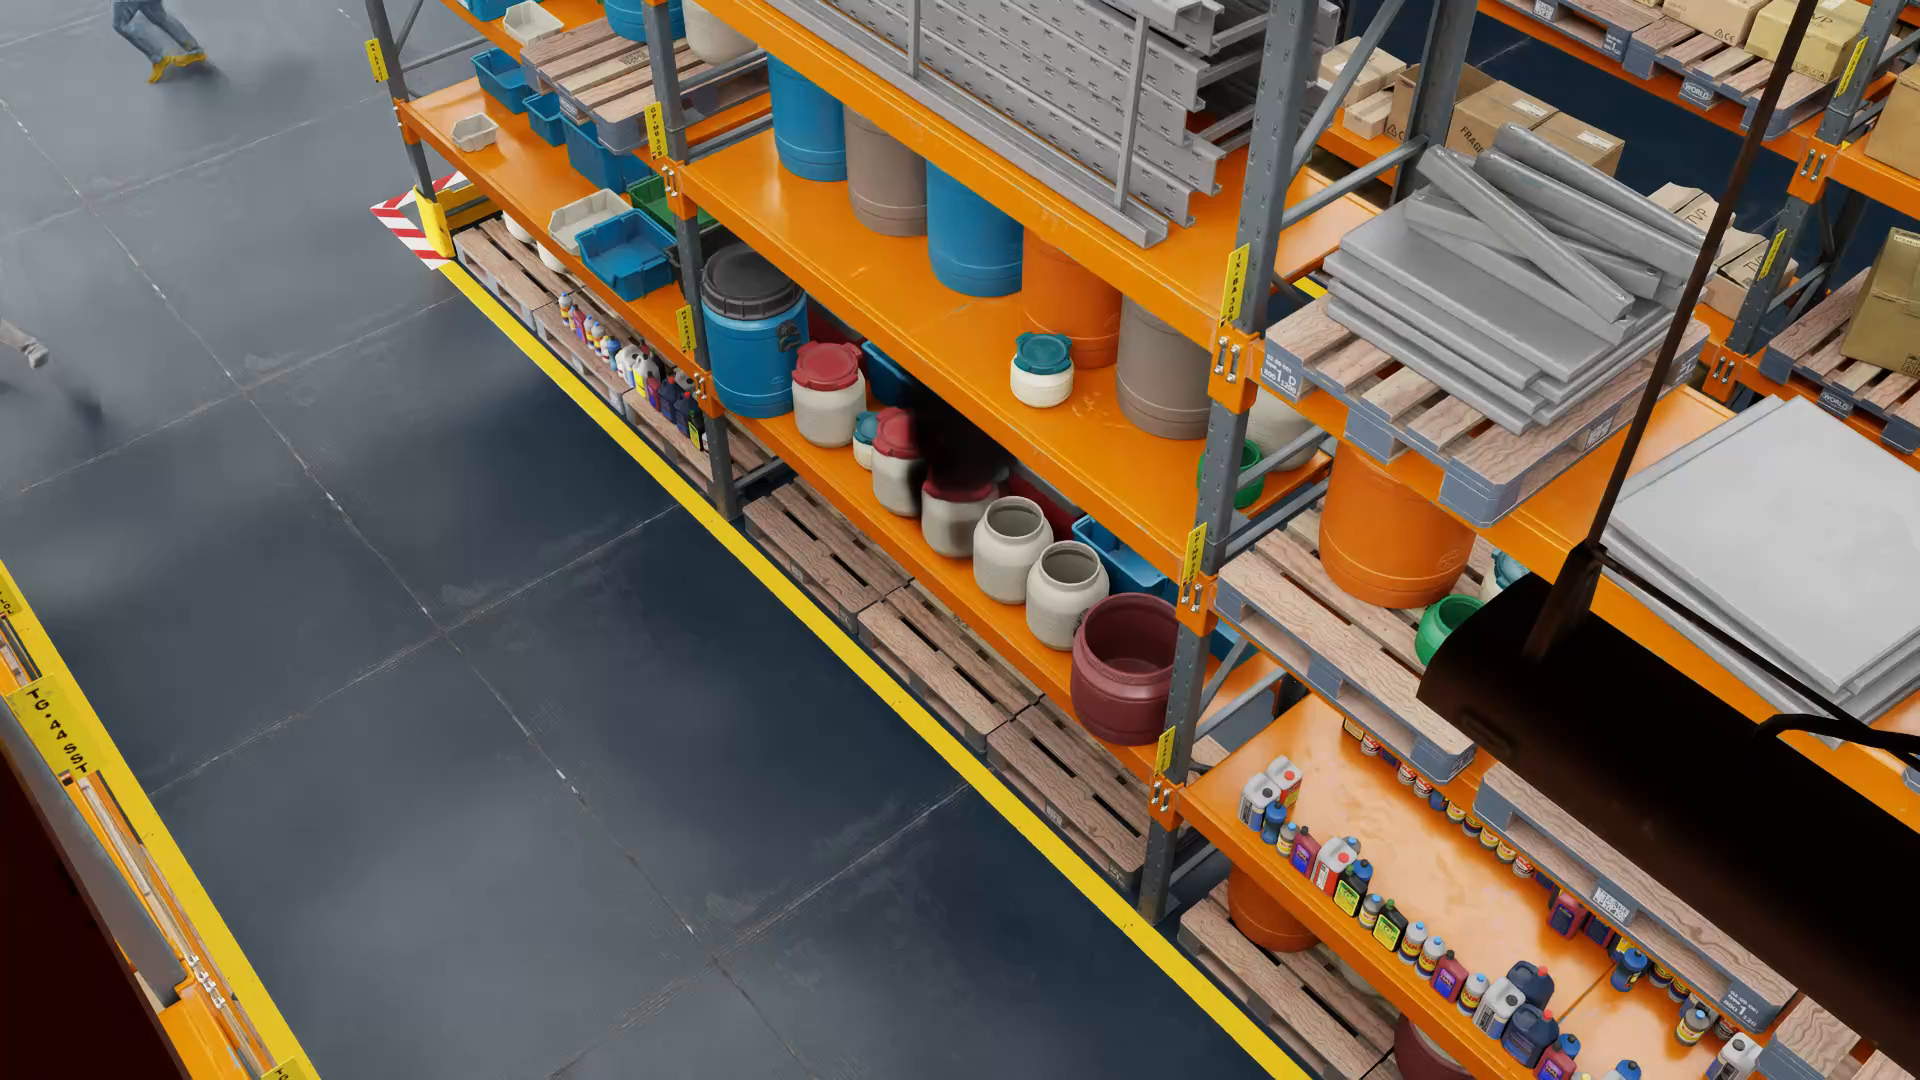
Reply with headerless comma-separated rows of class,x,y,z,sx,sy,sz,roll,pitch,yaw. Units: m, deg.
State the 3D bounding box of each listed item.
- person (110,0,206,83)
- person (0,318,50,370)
person,-7.154,-4.837,14.373,0.734,1.788,0.681,-12,48,-11
person,-6.962,-1.749,11.442,0.896,1.775,0.670,19,49,17
